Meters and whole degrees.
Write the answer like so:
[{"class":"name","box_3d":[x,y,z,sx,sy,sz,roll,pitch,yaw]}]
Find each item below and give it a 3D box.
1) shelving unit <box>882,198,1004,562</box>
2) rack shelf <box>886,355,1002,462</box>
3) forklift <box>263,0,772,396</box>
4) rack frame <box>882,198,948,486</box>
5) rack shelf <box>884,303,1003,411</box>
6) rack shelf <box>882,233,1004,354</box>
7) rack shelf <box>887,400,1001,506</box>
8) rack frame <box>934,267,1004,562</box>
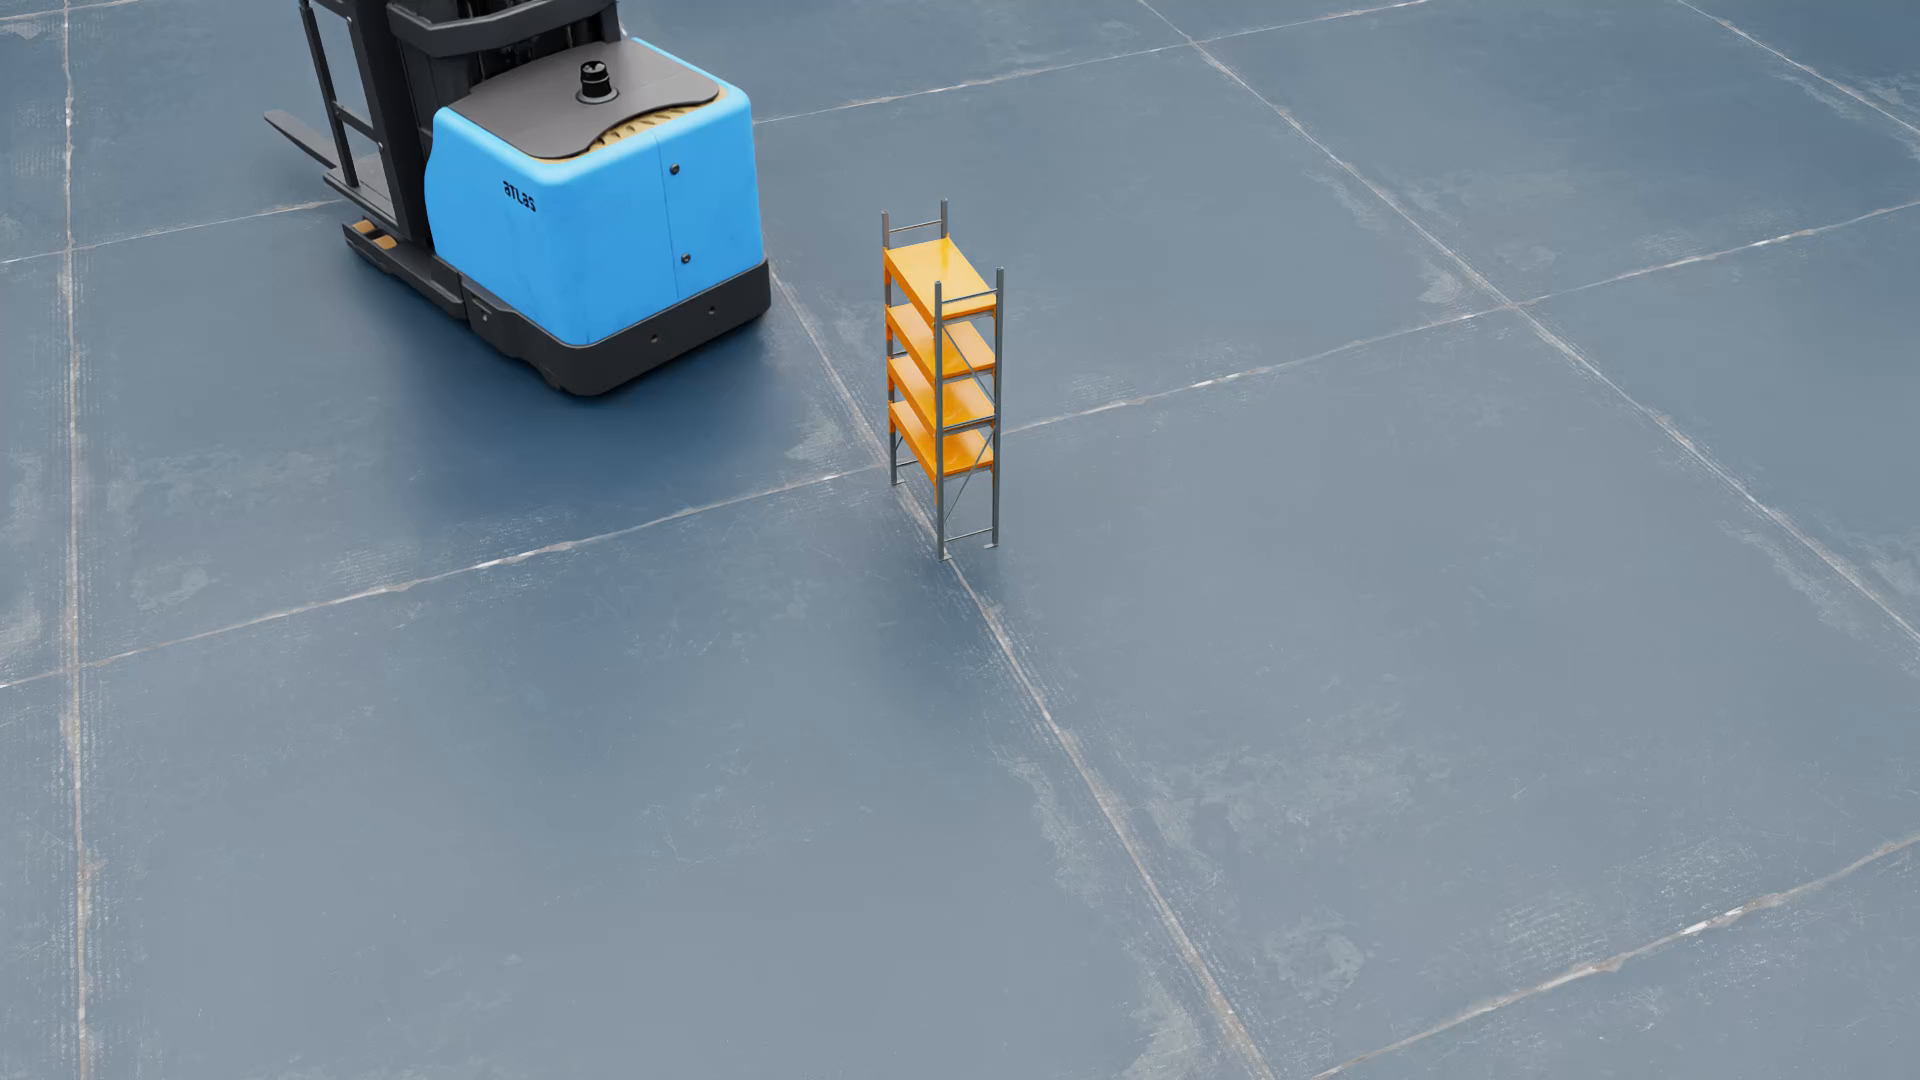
[{"class":"shelving unit","box_3d":[-0.063,-0.555,5.975,0.258,1.200,0.503,-15,43,-17]},{"class":"rack shelf","box_3d":[-0.063,-0.504,6.019,0.258,0.148,0.480,-15,43,-17]},{"class":"forklift","box_3d":[-2.229,-2.560,6.979,1.130,2.935,3.031,-33,50,-32]},{"class":"rack frame","box_3d":[-0.157,-0.702,6.146,0.240,1.200,0.015,-15,43,-17]},{"class":"rack shelf","box_3d":[-0.063,-0.673,5.873,0.258,0.148,0.480,-15,43,-17]},{"class":"rack shelf","box_3d":[-0.063,-0.853,5.719,0.258,0.148,0.480,-15,43,-17]},{"class":"rack shelf","box_3d":[-0.063,-0.353,6.148,0.258,0.148,0.480,-15,43,-17]},{"class":"rack frame","box_3d":[0.030,-0.408,5.804,0.240,1.200,0.015,-15,43,-17]}]
